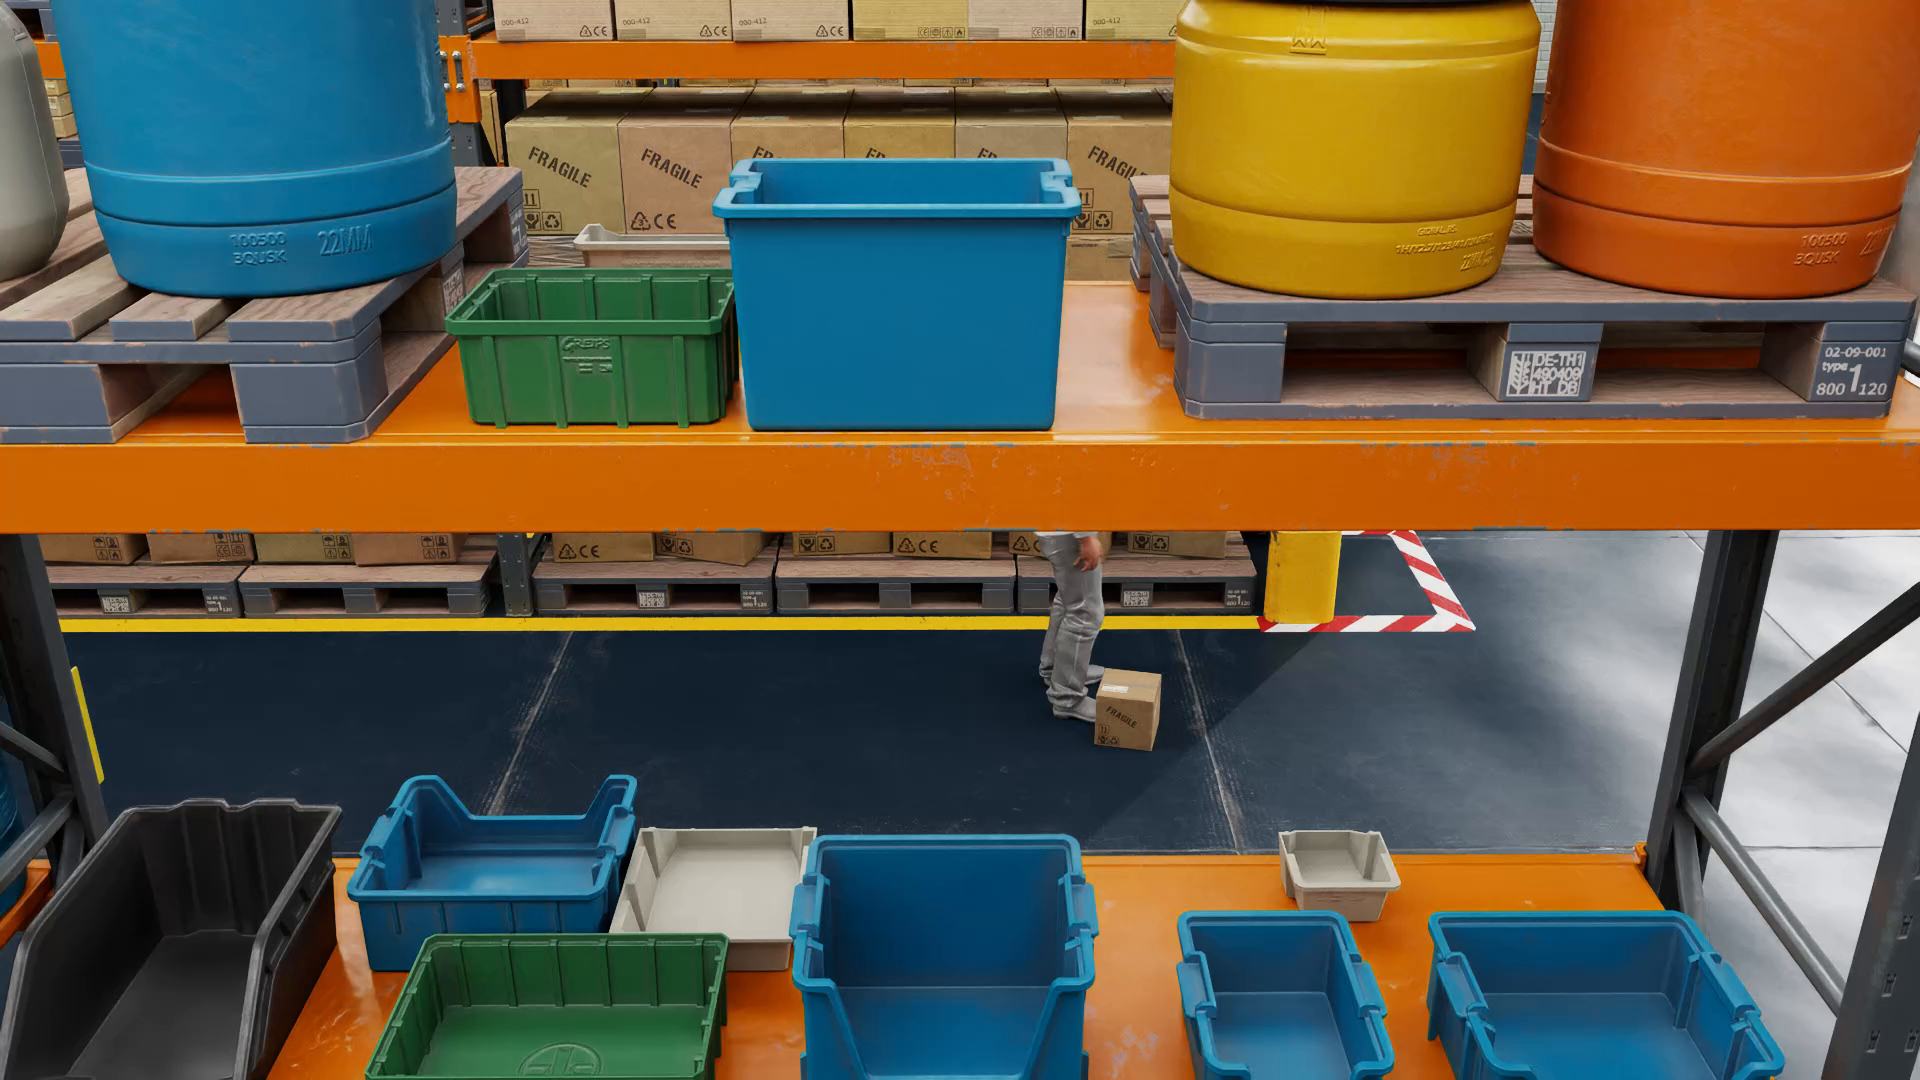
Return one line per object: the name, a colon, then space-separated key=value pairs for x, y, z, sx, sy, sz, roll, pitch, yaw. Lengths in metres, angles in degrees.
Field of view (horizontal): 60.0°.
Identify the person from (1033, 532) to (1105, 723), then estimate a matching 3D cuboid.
person: x=0.509 y=-0.096 z=7.285 sx=0.461 sy=1.771 sz=0.581 roll=-1 pitch=24 yaw=-2
